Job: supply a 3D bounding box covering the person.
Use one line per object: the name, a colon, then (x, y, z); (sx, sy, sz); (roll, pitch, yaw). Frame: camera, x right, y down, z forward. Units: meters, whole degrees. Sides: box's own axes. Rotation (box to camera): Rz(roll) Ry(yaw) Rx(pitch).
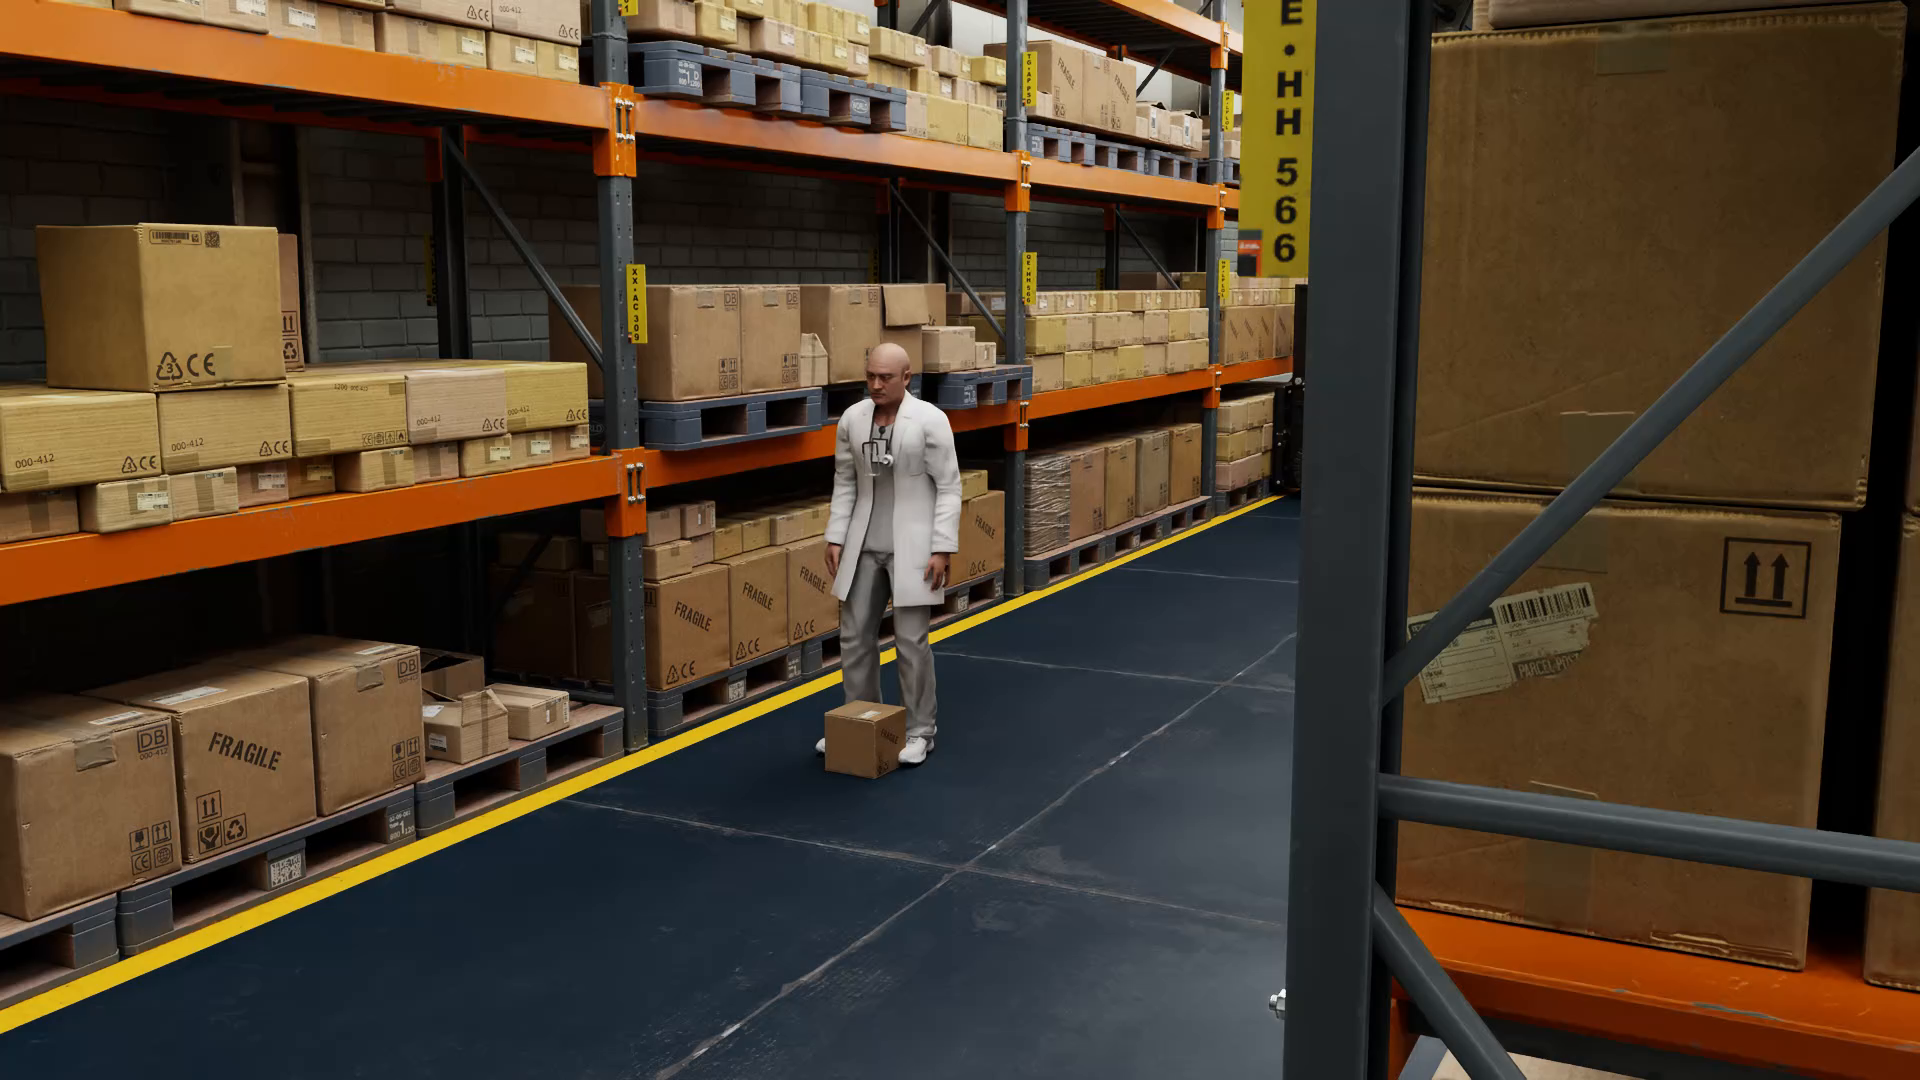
person: (-0.302, 0.048, 7.104); (0.636, 1.773, 0.426); (4, 10, 26)
